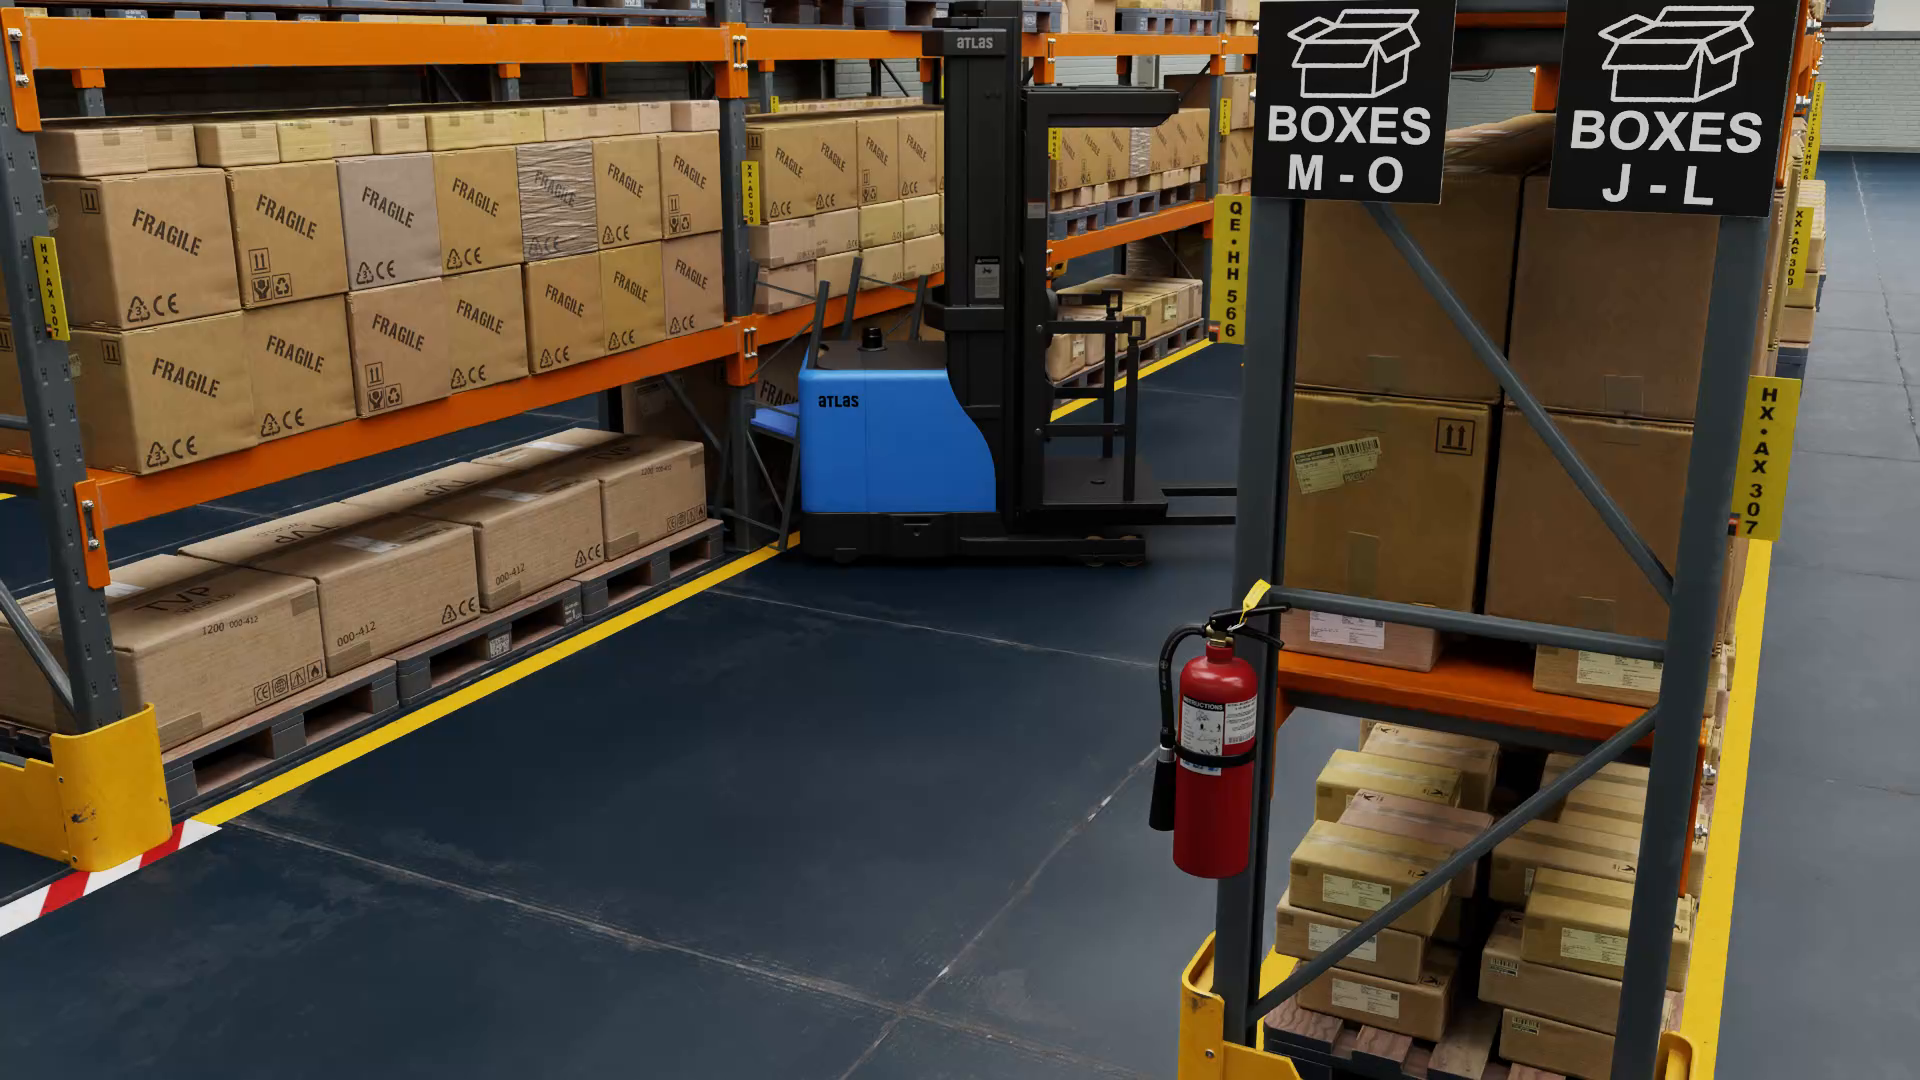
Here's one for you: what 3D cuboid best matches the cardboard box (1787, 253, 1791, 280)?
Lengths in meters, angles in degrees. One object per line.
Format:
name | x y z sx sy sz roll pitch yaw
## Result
cardboard box | 2.916 -0.863 6.465 0.500 0.500 0.500 8 18 25

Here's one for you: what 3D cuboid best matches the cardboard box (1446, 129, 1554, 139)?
cardboard box | 1.758 -1.029 5.266 0.500 0.500 0.500 7 18 23

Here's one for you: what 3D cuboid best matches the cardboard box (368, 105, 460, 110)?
cardboard box | -2.493 -1.895 7.566 0.380 0.149 0.250 8 18 25

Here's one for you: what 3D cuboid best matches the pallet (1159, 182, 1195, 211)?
pallet | 1.509 -3.206 15.386 1.003 0.211 1.213 8 18 25

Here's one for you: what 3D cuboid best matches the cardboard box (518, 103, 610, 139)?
cardboard box | -1.879 -1.973 7.827 0.380 0.149 0.250 8 18 25

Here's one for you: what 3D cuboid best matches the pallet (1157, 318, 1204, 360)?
pallet | 1.634 -1.939 15.680 1.003 0.211 1.213 8 18 25

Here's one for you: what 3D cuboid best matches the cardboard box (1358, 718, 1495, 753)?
cardboard box | 1.510 0.628 5.367 0.380 0.149 0.250 9 19 27

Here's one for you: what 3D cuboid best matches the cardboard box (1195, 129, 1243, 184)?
cardboard box | 2.427 -3.741 16.153 0.500 0.500 0.500 8 18 25

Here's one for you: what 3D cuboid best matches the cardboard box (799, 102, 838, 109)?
cardboard box | -1.613 -4.915 18.968 0.380 0.149 0.250 8 18 24

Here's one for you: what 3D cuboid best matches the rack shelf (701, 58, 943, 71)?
rack shelf | -1.568 -5.707 19.465 1.077 0.370 4.000 8 18 25

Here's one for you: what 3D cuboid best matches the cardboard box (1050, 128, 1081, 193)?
cardboard box | 0.601 -2.932 12.692 0.500 0.500 0.500 8 18 24

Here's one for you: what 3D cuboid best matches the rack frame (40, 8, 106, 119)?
rack frame | -6.036 -2.067 11.214 1.000 3.000 0.127 8 18 25

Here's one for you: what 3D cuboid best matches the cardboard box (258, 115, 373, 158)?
cardboard box | -2.531 -1.581 6.508 0.380 0.149 0.250 8 18 26

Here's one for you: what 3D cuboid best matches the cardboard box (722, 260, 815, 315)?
cardboard box | -1.161 -1.443 9.377 0.500 0.250 0.500 8 18 24

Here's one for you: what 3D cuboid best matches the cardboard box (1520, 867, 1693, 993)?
cardboard box | 1.630 0.977 4.192 0.380 0.149 0.250 7 18 23

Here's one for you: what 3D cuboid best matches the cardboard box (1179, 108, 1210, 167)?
cardboard box | 1.979 -3.719 15.341 0.500 0.500 0.500 8 18 24

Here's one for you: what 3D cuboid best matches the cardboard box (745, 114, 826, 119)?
cardboard box | -1.151 -2.368 10.298 0.500 0.500 0.500 9 19 27

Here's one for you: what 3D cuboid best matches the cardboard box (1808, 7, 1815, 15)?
cardboard box | 2.219 -1.657 4.832 0.500 0.250 0.500 8 18 25

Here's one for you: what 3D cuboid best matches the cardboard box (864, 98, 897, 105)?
cardboard box | -0.999 -5.316 20.316 0.380 0.149 0.250 8 18 26

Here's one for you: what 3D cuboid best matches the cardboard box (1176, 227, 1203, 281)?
cardboard box | 2.486 -2.832 16.567 0.500 0.500 0.500 9 19 28

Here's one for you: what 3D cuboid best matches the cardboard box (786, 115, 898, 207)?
cardboard box | -0.711 -2.299 10.066 0.500 0.500 0.500 8 18 24

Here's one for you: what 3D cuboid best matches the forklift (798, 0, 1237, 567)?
forklift | 0.630 -1.410 9.125 3.031 2.935 1.130 0 17 -2

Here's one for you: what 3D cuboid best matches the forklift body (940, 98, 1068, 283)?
forklift body | 0.110 -4.001 19.218 2.313 2.155 1.214 8 18 25

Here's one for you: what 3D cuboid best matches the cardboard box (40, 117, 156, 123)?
cardboard box | -3.268 -1.516 6.291 0.380 0.149 0.250 8 18 25

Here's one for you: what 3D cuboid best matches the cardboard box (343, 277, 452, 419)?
cardboard box | -2.466 -0.810 6.809 0.500 0.500 0.500 8 18 25

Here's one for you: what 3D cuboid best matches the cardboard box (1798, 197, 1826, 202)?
cardboard box | 4.278 -1.705 8.654 0.380 0.149 0.250 9 19 28

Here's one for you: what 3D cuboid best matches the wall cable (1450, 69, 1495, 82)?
wall cable | 14.113 -14.671 48.569 3.097 2.526 0.112 8 18 25

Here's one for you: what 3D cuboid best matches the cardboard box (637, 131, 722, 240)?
cardboard box | -1.558 -1.808 8.411 0.500 0.500 0.500 8 18 25

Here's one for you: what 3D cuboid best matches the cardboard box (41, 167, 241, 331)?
cardboard box | -2.912 -1.030 5.794 0.500 0.500 0.500 8 18 24

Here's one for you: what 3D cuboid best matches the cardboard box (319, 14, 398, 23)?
cardboard box | -4.709 -4.034 12.834 0.500 0.250 0.500 8 18 25

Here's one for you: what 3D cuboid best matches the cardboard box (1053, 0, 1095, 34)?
cardboard box | 0.626 -4.181 12.888 0.700 0.500 0.500 8 18 25

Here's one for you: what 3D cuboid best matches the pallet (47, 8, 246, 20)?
pallet | -5.682 -3.572 11.343 1.213 0.211 1.003 8 18 25

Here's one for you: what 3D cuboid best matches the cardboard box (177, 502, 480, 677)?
cardboard box | -2.775 0.195 7.363 0.875 0.438 0.875 9 19 27

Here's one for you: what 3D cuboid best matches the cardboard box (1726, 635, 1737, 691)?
cardboard box | 2.809 0.452 6.480 0.380 0.149 0.250 7 18 23

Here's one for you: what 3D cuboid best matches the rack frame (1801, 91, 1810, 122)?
rack frame | 4.667 -1.851 10.488 1.000 3.000 0.127 8 18 25

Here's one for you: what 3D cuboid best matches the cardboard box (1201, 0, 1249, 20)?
cardboard box | 2.422 -5.060 15.764 0.500 0.250 0.500 8 18 24

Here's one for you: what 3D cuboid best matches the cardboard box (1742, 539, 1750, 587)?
cardboard box | 3.447 0.010 7.873 0.500 0.500 0.500 9 19 28

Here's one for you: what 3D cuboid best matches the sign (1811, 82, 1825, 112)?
sign | 8.721 -4.485 16.905 0.100 0.325 0.005 8 18 25

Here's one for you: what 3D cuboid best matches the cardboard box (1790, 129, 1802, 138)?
cardboard box | 2.444 -1.087 5.461 0.500 0.500 0.500 9 19 27

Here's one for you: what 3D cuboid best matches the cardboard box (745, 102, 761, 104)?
cardboard box | -2.334 -4.853 18.759 0.380 0.149 0.250 8 18 25

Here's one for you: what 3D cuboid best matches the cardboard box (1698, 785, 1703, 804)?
cardboard box | 2.292 0.864 5.618 0.380 0.149 0.250 8 18 25

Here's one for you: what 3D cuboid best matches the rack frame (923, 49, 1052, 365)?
rack frame | 0.193 -2.455 12.521 1.000 3.000 0.127 8 18 25

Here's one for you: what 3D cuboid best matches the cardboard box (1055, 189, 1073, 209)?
cardboard box | 0.661 -2.663 12.924 0.380 0.149 0.250 7 18 22

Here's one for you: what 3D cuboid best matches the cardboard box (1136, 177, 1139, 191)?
cardboard box | 1.319 -3.076 14.317 0.380 0.149 0.250 7 18 23

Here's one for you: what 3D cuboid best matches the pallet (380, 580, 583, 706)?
pallet | -2.548 0.396 7.819 1.003 0.211 1.213 8 18 25

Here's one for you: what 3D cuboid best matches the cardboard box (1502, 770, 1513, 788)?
cardboard box | 1.657 0.852 5.656 0.380 0.149 0.250 8 19 26

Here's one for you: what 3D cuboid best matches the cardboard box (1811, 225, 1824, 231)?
cardboard box | 3.586 -1.312 7.331 0.380 0.149 0.250 9 19 27

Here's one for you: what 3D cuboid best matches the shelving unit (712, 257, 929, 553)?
shelving unit | -0.785 -0.796 9.419 0.538 1.500 1.048 19 18 26

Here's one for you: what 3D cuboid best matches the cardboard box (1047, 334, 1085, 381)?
cardboard box | 0.455 -1.539 13.316 0.950 0.372 0.625 7 18 22

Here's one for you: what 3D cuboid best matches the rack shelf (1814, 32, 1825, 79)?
rack shelf | 5.560 -3.453 11.878 1.077 0.370 4.000 8 18 25

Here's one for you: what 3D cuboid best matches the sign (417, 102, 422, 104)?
sign | -4.747 -3.710 14.714 0.100 0.325 0.005 8 18 25

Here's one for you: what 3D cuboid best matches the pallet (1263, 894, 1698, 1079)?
pallet | 1.521 1.302 4.771 1.003 0.211 1.213 8 18 25

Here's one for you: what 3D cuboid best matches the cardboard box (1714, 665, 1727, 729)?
cardboard box | 2.436 0.513 5.752 0.380 0.149 0.250 7 18 23

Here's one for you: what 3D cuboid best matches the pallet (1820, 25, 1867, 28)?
pallet | 3.711 -2.588 8.031 1.213 0.211 1.003 8 18 25

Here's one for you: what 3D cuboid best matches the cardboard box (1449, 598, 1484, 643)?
cardboard box | 1.130 0.130 4.261 0.380 0.149 0.250 8 18 25

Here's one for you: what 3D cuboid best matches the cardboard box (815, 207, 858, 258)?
cardboard box | -0.937 -1.816 9.757 0.500 0.250 0.500 8 19 26

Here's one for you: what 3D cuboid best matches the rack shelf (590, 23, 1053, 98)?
rack shelf | -0.700 -3.039 10.481 1.077 0.370 4.000 8 18 25
